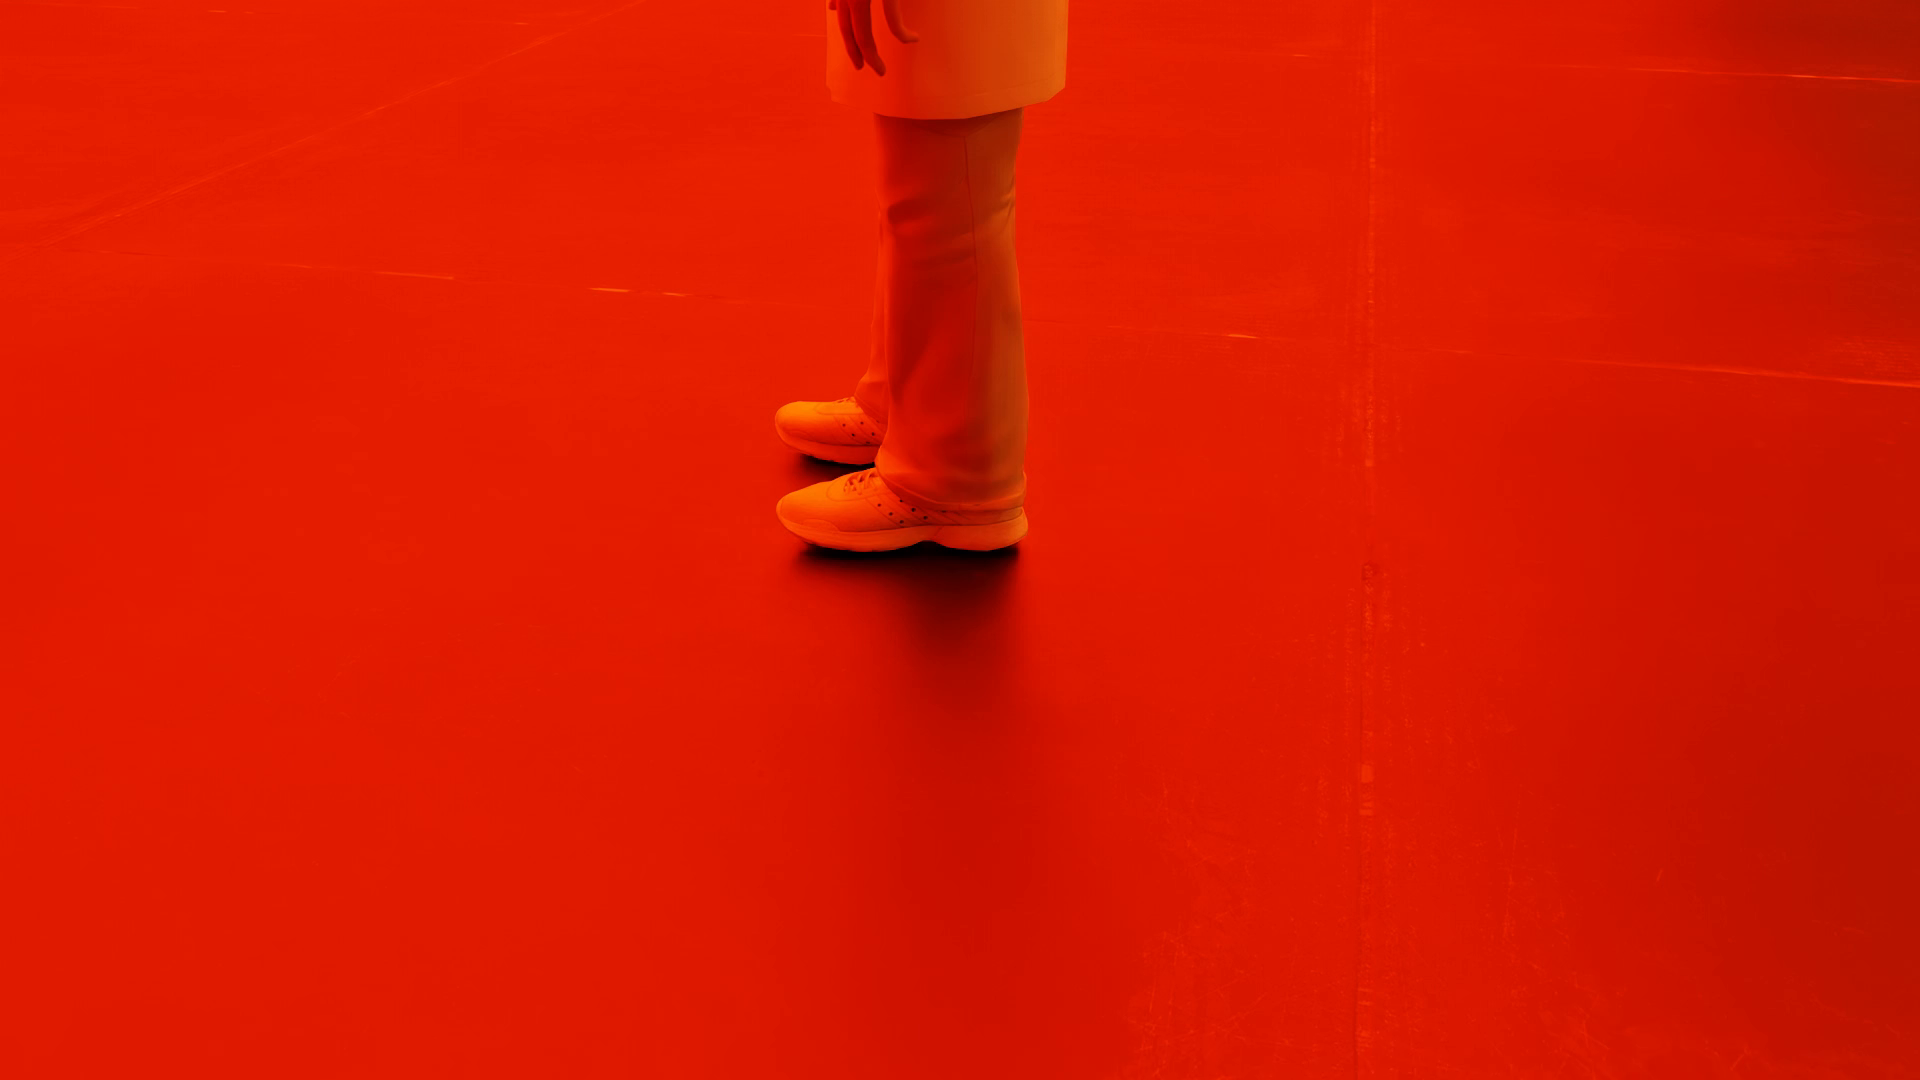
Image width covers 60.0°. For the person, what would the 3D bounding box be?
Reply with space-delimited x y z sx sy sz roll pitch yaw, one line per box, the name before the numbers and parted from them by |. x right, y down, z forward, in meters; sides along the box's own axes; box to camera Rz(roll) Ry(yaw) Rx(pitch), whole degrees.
person | -0.087 -0.811 2.118 0.581 1.775 0.696 6 27 11
